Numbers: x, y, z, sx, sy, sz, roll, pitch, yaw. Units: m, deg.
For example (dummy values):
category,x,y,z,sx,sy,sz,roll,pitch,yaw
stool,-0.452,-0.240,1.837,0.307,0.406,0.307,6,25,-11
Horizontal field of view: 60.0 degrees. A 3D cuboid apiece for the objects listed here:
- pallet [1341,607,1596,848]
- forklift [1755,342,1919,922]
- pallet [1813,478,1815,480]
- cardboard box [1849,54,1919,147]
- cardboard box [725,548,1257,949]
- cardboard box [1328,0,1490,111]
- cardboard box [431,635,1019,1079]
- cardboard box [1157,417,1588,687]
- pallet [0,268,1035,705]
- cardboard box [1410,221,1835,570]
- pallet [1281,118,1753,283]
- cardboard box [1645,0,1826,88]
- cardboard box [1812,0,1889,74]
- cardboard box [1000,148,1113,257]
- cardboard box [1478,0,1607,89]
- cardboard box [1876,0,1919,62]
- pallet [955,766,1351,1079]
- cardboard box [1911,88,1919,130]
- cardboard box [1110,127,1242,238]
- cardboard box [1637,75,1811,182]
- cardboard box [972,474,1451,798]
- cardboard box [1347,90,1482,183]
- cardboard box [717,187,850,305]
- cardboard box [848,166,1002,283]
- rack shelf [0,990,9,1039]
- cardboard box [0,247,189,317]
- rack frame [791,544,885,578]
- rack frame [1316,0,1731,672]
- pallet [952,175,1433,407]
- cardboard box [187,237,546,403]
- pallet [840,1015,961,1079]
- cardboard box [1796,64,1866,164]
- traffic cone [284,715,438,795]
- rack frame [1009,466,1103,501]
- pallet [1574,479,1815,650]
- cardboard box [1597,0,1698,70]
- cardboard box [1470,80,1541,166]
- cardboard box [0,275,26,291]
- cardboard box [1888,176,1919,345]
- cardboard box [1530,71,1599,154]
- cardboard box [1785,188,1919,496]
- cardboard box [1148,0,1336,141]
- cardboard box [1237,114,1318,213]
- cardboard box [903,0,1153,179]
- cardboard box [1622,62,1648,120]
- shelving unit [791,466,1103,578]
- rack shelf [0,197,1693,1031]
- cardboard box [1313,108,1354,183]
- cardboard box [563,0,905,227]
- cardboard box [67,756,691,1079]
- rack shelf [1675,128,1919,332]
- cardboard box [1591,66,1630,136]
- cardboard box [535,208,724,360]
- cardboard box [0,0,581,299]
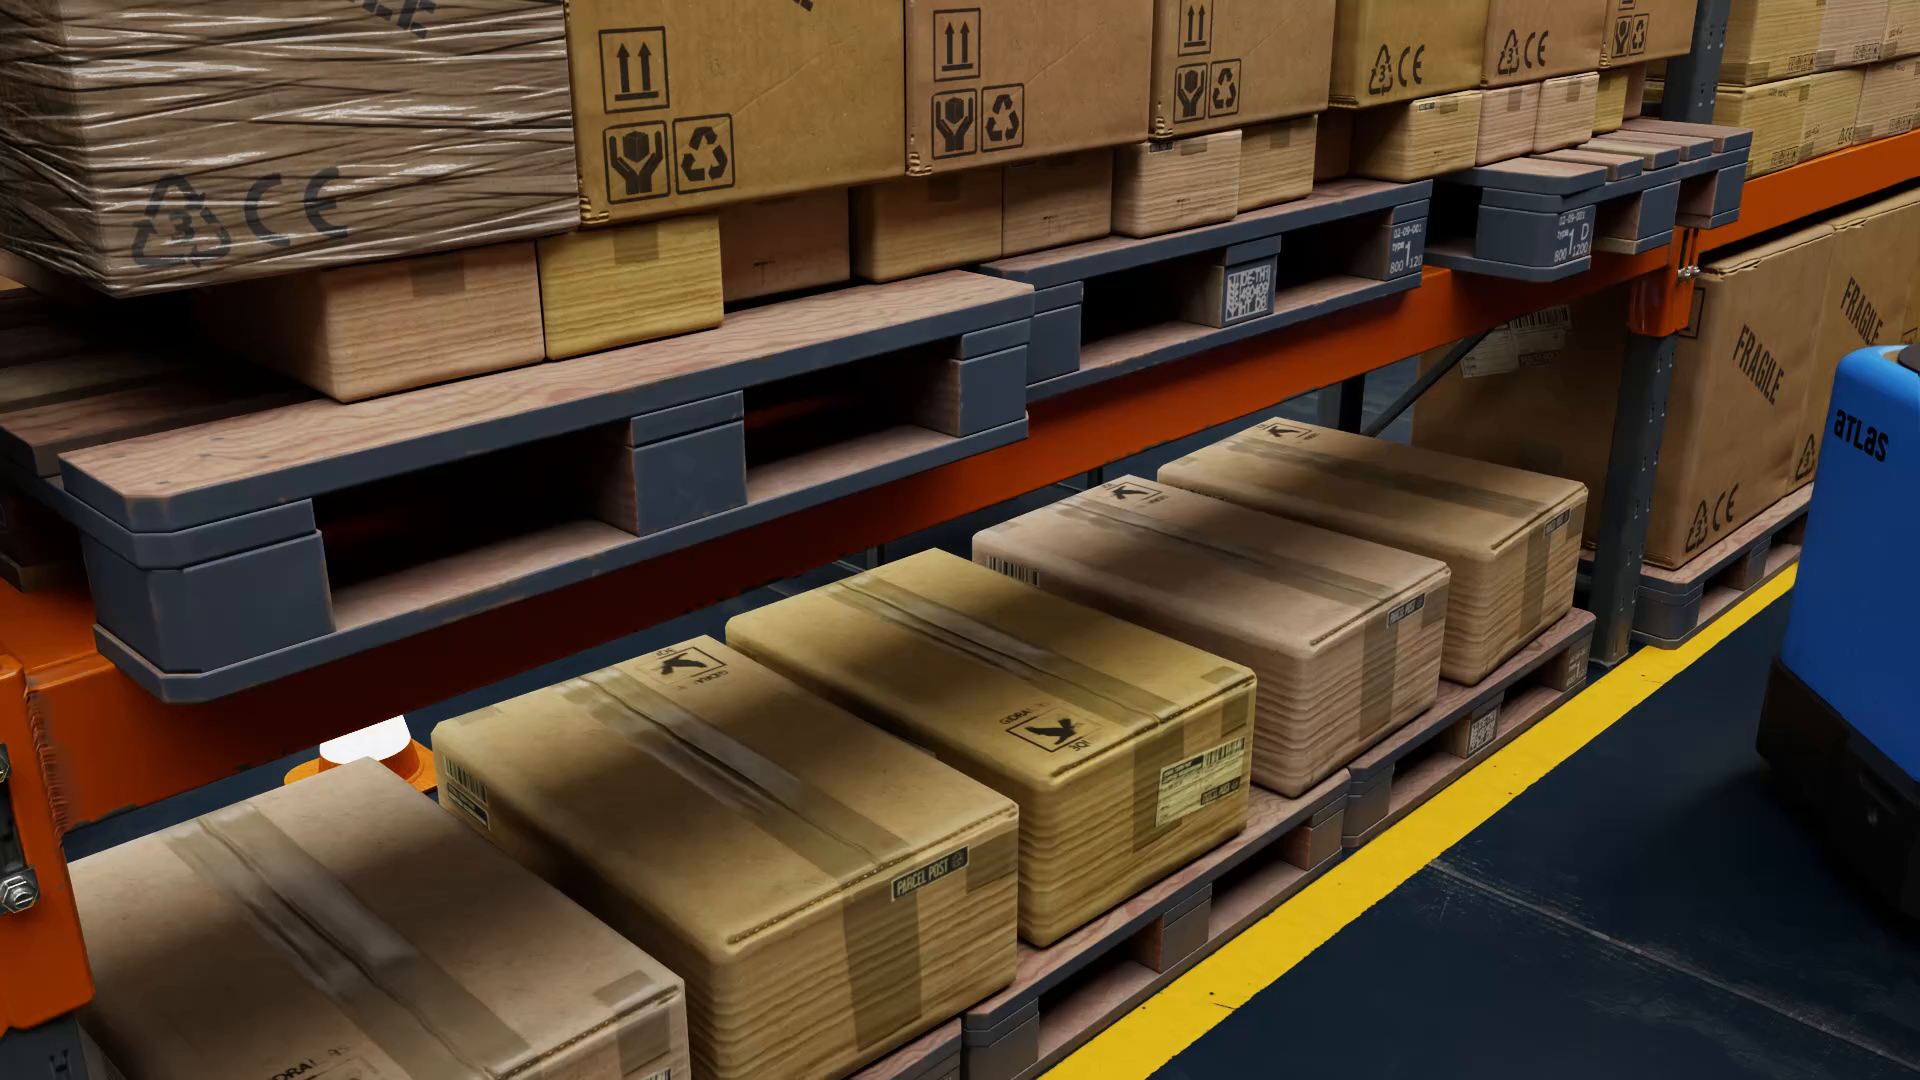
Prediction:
category,x,y,z,sx,sy,sz,roll,pitch,yaw
pallet,0.942,0.326,4.431,1.003,0.211,1.213,19,28,41
forklift,2.495,-0.281,2.221,1.130,2.935,3.031,-1,21,-1
pallet,2.944,-0.370,6.243,1.003,0.211,1.213,19,28,41
cardboard box,2.726,-1.438,5.345,0.500,0.250,0.500,-19,28,-40
cardboard box,0.045,0.383,3.475,0.625,0.372,0.950,-19,28,-40
cardboard box,0.667,-1.105,3.130,0.500,0.500,0.500,17,27,37
cardboard box,-0.439,0.562,3.009,0.625,0.372,0.950,-18,27,-39
cardboard box,1.087,-0.002,4.477,0.950,0.372,0.625,17,27,37
pallet,-0.664,-0.218,2.228,1.003,0.211,1.213,19,28,41
cardboard box,2.030,-0.537,5.166,0.875,0.875,0.875,19,28,40
pallet,1.068,-0.876,3.941,1.213,0.211,1.003,19,28,41
cardboard box,2.019,-1.408,4.568,0.500,0.250,0.500,19,28,40
cardboard box,2.380,-1.540,4.913,0.500,0.250,0.500,-19,28,-41
cardboard box,0.017,-0.562,2.621,0.380,0.149,0.250,20,28,41
cardboard box,1.018,-1.235,3.468,0.500,0.500,0.500,19,28,40
cardboard box,2.737,-1.665,5.238,0.500,0.250,0.500,19,28,40
pallet,0.091,0.638,3.619,1.003,0.211,1.213,19,28,41
cardboard box,3.068,-1.566,5.677,0.500,0.250,0.500,19,28,41
cardboard box,0.239,-0.617,2.765,0.250,0.149,0.380,-19,28,-40
cardboard box,2.010,-1.169,4.643,0.500,0.250,0.500,19,28,40
cardboard box,0.578,0.189,3.979,0.950,0.372,0.625,19,28,40
cardboard box,0.786,-0.811,3.269,0.250,0.149,0.380,-20,28,-41
cardboard box,-0.366,-0.443,2.312,0.250,0.149,0.380,-18,27,-39
cardboard box,-0.157,-0.499,2.456,0.250,0.149,0.380,-20,28,-41
rack shelf,-2.697,0.702,0.569,1.077,0.370,4.000,19,28,41
cardboard box,-1.141,-0.428,2.271,0.250,0.149,0.380,-20,28,-41
rack frame,-0.414,-0.547,4.908,0.500,1.500,0.032,19,28,41
rack frame,1.489,-1.176,4.453,1.000,3.000,0.127,19,28,41
pallet,0.137,-0.567,3.136,1.003,0.211,1.213,19,28,41
cardboard box,-0.690,-0.289,1.911,0.250,0.149,0.380,-20,28,-41
pallet,-0.760,0.954,2.799,1.003,0.211,1.213,19,28,41
cardboard box,2.356,-1.305,4.998,0.500,0.250,0.500,18,28,39
traffic cone,-1.440,0.367,3.973,0.336,0.463,0.334,19,28,41
rack frame,0.295,-0.809,5.588,0.500,1.500,0.032,19,28,41
pallet,2.093,-0.058,5.431,1.003,0.211,1.213,19,28,41
cardboard box,1.371,-1.371,3.821,0.500,0.500,0.500,18,28,39
cardboard box,0.968,-0.886,3.463,0.380,0.149,0.250,18,27,38
cardboard box,-3.875,-0.935,6.378,1.050,0.750,0.750,19,28,41
cardboard box,3.279,-0.995,6.358,0.875,0.875,0.875,-19,28,-40
cardboard box,1.150,-0.948,3.626,0.380,0.149,0.250,19,28,40
cardboard box,2.655,-0.765,5.760,0.875,0.875,0.875,20,29,41
cardboard box,0.285,-0.965,2.765,0.500,0.500,0.500,18,27,39
cardboard box,0.404,-0.693,2.962,0.380,0.149,0.250,18,27,39
cardboard box,-0.066,-0.830,2.415,0.500,0.500,0.500,19,28,40
cardboard box,1.428,-1.111,4.050,0.250,0.149,0.380,-19,28,-40
shelving unit,-0.059,-0.678,5.248,0.538,1.500,1.048,19,28,41
rack shelf,0.093,-0.326,3.244,1.077,0.370,4.000,19,28,41
cardboard box,0.521,-0.778,3.183,0.380,0.149,0.250,20,28,41
cardboard box,-0.420,-0.707,2.093,0.500,0.500,0.500,19,28,41
cardboard box,-0.938,0.748,2.526,0.950,0.372,0.625,20,29,41
rack shelf,2.884,-1.354,5.919,1.077,0.370,4.000,19,28,41
cardboard box,1.293,-1.024,3.823,0.250,0.149,0.380,-20,28,-41
cardboard box,-0.509,-0.351,2.072,0.250,0.149,0.380,-19,28,-41
cardboard box,-0.769,-0.578,1.758,0.500,0.500,0.500,-19,28,-41
